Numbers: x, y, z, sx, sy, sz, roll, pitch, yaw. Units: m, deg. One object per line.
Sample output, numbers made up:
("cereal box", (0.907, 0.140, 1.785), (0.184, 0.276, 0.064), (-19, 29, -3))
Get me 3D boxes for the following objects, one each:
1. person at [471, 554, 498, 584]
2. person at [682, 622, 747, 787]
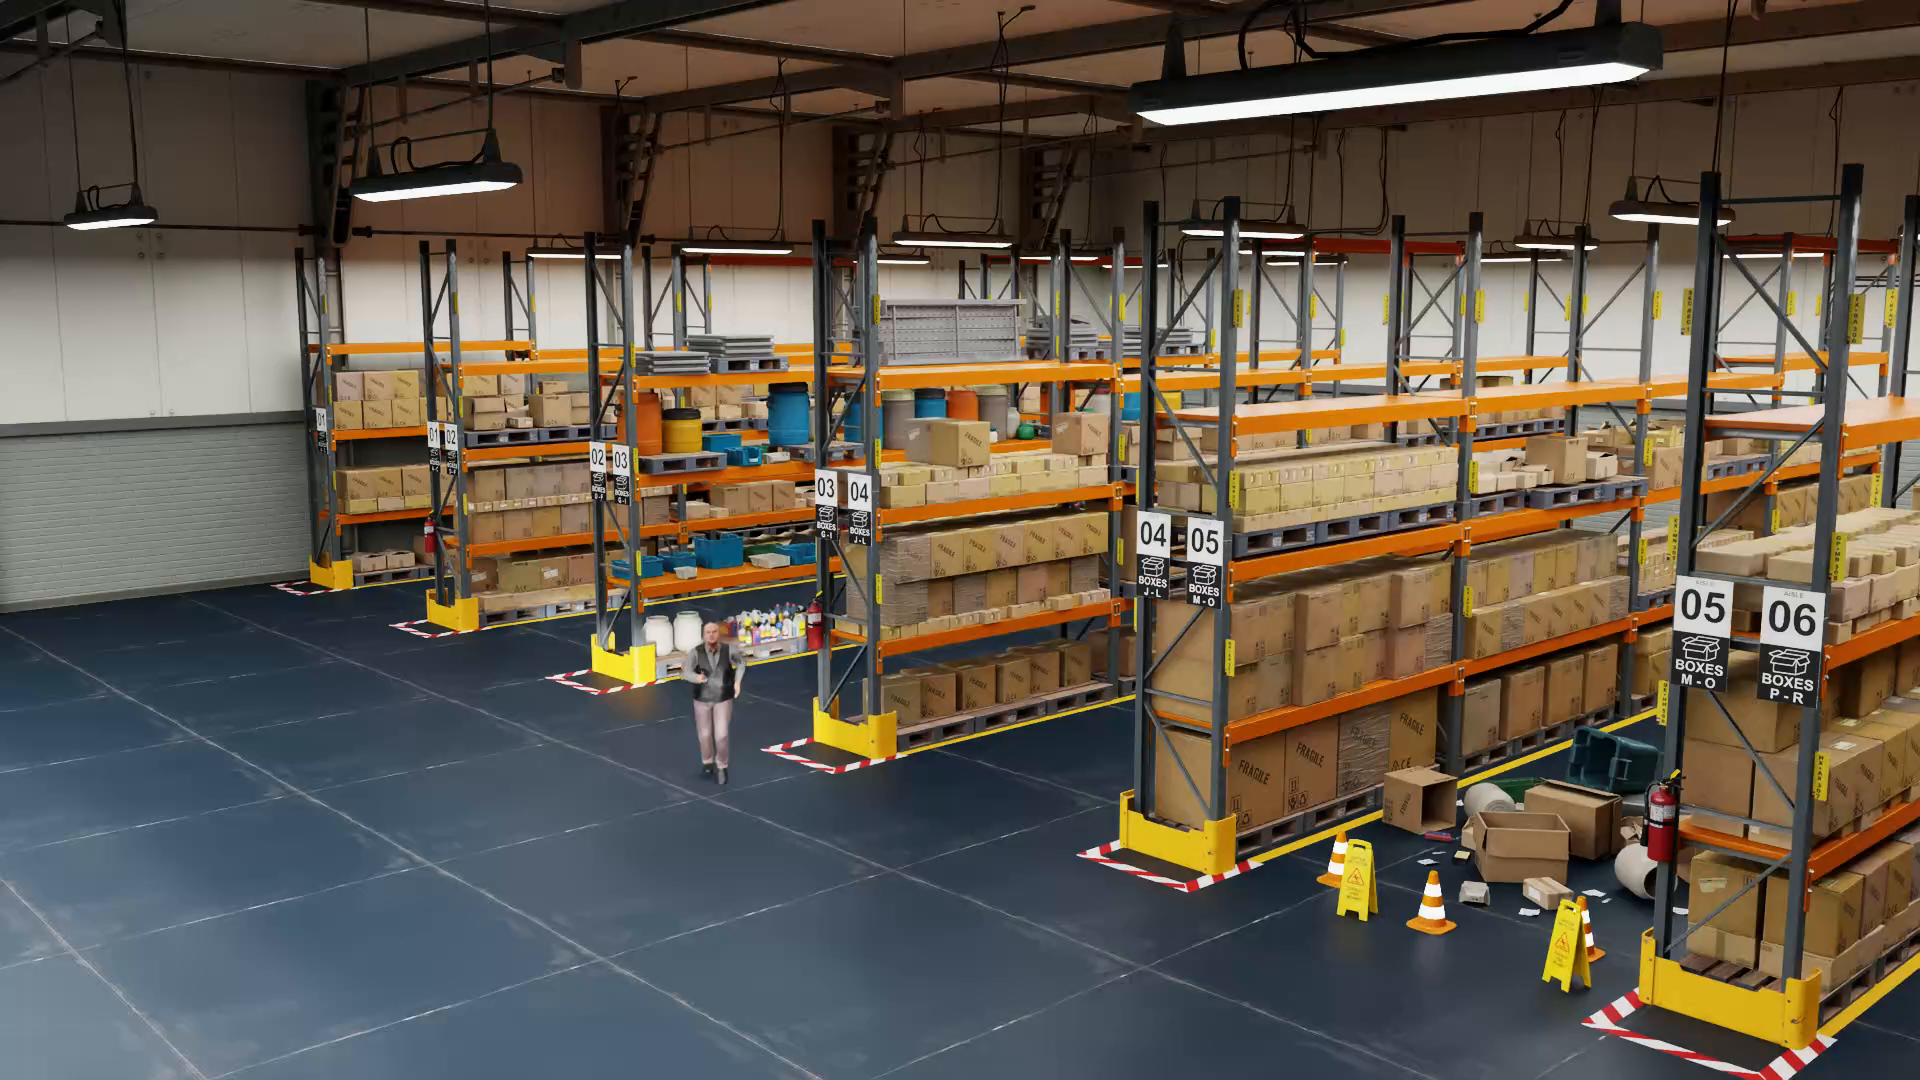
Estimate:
("person", (-8.084, 0.190, 28.025), (0.657, 1.733, 0.968), (7, 11, 40))
("person", (-2.616, 1.736, 17.706), (0.657, 1.740, 0.744), (0, 8, -2))
